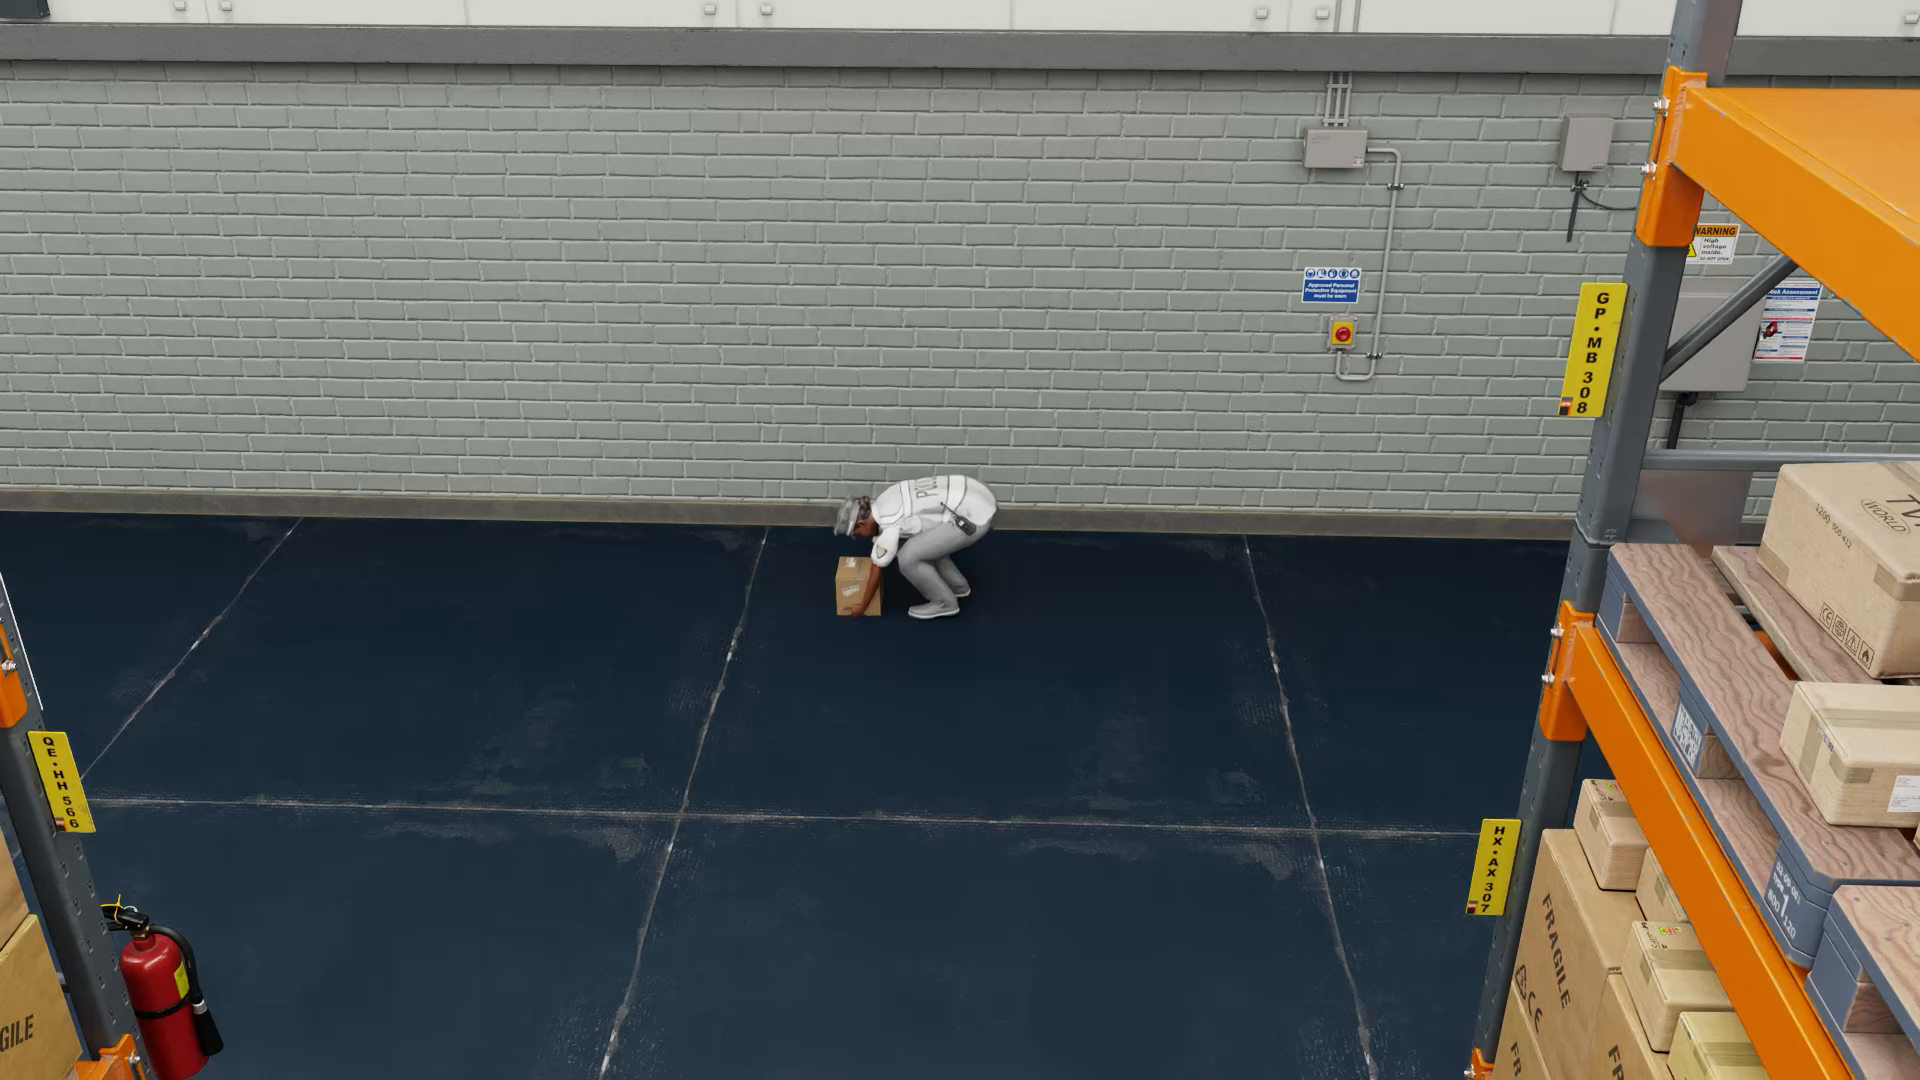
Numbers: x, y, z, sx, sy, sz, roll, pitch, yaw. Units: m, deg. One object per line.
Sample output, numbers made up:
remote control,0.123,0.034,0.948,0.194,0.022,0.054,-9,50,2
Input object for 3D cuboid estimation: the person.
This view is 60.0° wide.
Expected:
person,-0.257,0.038,9.487,0.919,0.823,0.456,0,28,0
